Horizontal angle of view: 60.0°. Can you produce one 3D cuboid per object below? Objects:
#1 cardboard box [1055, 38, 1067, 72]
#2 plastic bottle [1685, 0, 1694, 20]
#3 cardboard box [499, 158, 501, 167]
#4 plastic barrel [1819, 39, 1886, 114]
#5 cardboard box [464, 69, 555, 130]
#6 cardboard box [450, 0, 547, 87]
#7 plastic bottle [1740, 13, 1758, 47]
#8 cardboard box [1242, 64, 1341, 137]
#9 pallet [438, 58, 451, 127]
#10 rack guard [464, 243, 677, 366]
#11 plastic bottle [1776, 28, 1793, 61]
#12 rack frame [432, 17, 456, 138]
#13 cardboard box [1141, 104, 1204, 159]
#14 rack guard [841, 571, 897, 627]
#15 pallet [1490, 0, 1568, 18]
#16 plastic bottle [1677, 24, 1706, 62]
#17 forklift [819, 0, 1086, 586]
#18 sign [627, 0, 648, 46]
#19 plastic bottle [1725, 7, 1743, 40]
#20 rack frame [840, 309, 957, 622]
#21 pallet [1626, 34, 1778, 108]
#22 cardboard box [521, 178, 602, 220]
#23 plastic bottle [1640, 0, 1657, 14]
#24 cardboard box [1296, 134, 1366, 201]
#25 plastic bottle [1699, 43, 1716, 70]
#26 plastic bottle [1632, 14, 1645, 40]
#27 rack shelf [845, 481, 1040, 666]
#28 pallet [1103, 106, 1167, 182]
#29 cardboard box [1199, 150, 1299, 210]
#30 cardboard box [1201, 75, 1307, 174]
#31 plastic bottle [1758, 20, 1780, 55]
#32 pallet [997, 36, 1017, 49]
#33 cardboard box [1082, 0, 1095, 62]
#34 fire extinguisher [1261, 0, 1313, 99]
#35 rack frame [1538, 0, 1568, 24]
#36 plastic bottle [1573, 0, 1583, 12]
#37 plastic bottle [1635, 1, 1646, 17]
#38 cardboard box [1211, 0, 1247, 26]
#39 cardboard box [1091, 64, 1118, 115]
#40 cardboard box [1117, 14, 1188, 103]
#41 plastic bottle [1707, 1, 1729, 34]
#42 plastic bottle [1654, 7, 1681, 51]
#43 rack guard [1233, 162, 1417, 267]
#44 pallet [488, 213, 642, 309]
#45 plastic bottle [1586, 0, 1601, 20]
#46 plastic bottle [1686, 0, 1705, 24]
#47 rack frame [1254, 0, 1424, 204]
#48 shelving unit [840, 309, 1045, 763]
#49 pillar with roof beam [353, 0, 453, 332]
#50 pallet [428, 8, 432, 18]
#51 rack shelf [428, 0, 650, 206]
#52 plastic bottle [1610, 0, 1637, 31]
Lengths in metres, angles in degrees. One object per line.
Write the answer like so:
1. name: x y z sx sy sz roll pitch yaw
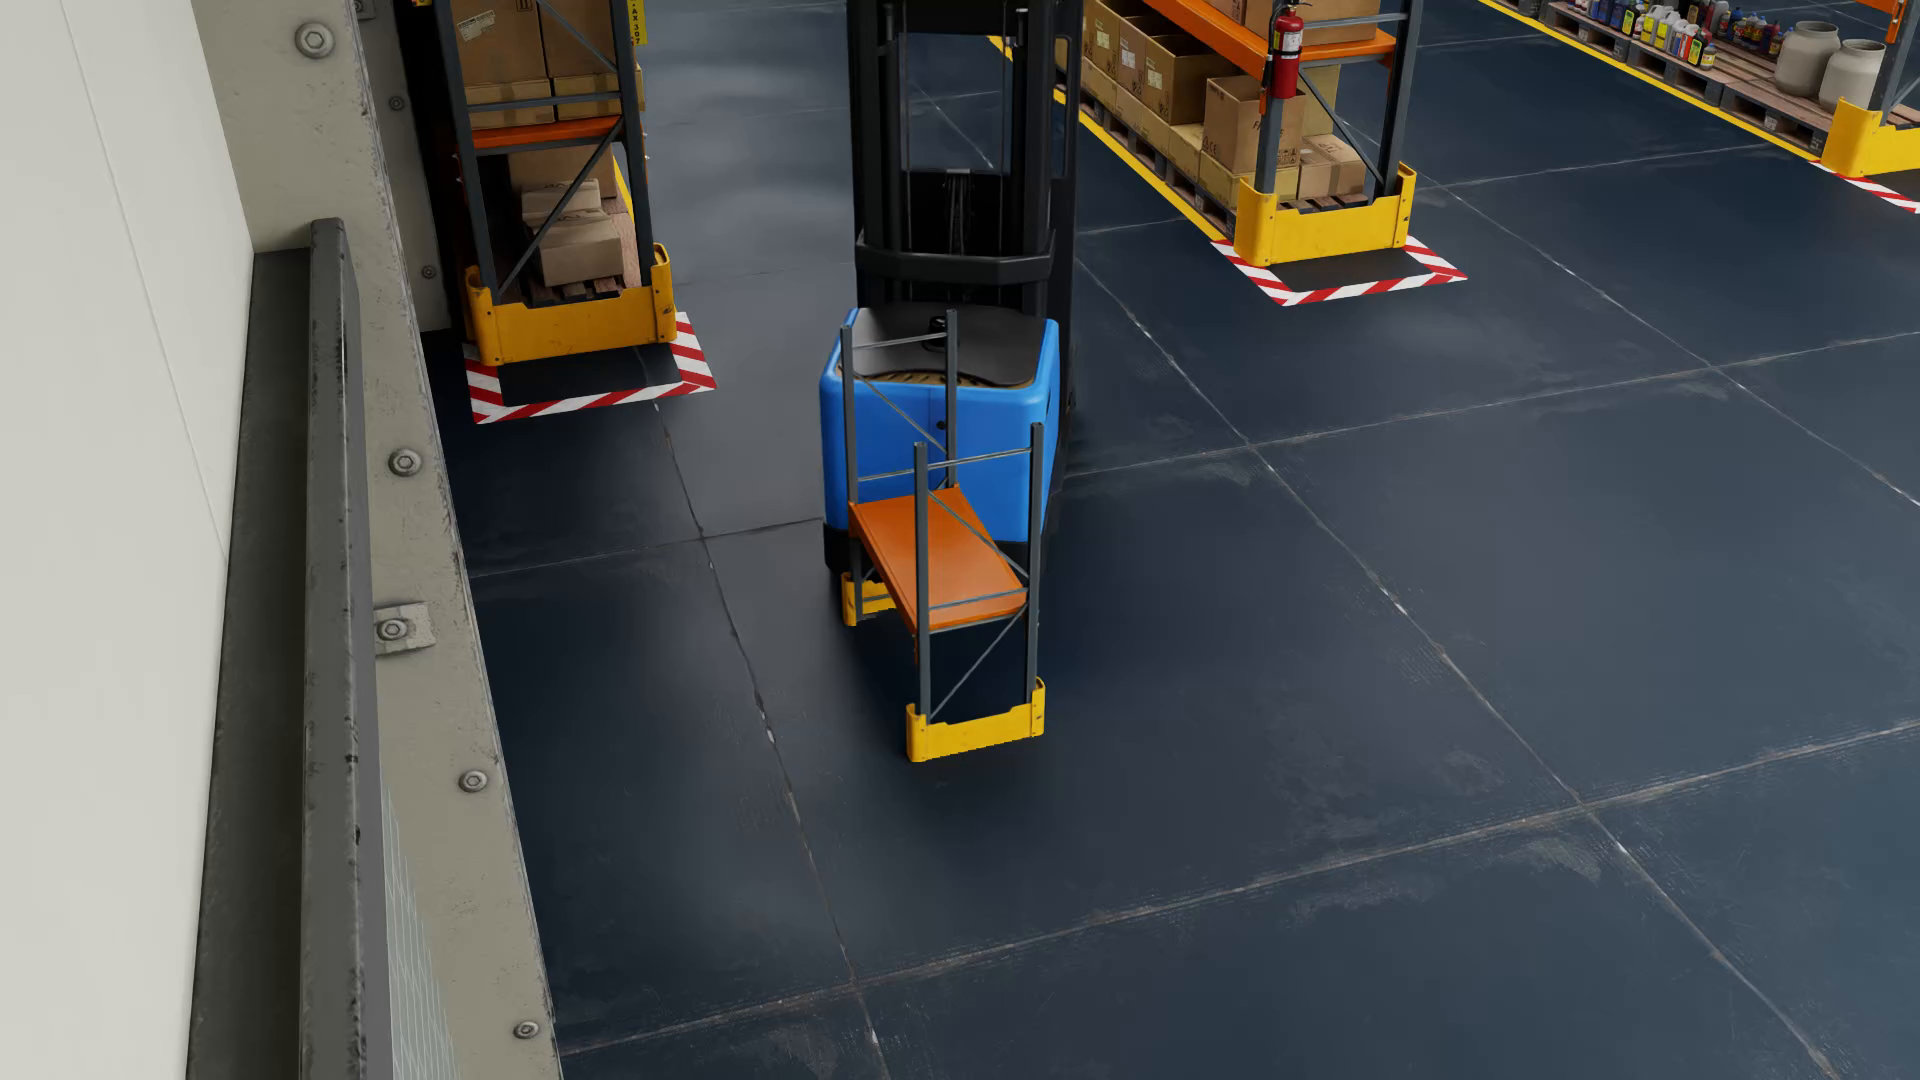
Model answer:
1. cardboard box: 1.059 -4.082 13.820 0.500 0.250 0.500 -10 35 -15
2. plastic bottle: 6.544 -4.761 14.799 0.061 0.283 0.133 -8 34 -12
3. cardboard box: -3.041 -2.665 11.749 0.380 0.149 0.250 -13 36 -19
4. plastic barrel: 6.872 -3.549 12.776 0.421 0.512 0.421 0 33 0
5. cardboard box: -2.617 -2.572 9.540 0.500 0.250 0.500 -10 35 -14
6. cardboard box: -2.636 -2.884 9.331 0.500 0.500 0.500 -10 35 -15
7. plastic bottle: 6.754 -4.362 14.205 0.097 0.271 0.097 0 33 0
8. cardboard box: 2.321 -3.171 11.760 0.500 0.500 0.500 -10 35 -15
9. pallet: -3.749 -3.759 13.747 1.003 0.211 1.213 -10 35 -15
10. rack guard: -2.313 -1.411 9.931 1.175 0.500 0.348 -10 35 -15
11. plastic bottle: 6.889 -4.129 13.854 0.097 0.271 0.097 0 33 0
12. rack frame: -3.510 -4.514 12.360 1.000 3.000 0.127 -10 35 -15
13. cardboard box: 1.664 -3.031 12.230 0.500 0.250 0.500 -10 35 -15
14. rack guard: -0.255 0.226 7.681 0.587 0.250 0.087 -11 35 -16
15. pallet: 5.649 -5.422 16.264 1.003 0.211 1.213 -10 35 -15
16. plastic bottle: 6.117 -4.154 13.887 0.152 0.276 0.135 -10 35 -14
17. forklift: 0.054 -1.804 8.322 1.130 2.935 3.031 4 34 6
18. sign: -1.773 -2.866 9.081 0.100 0.325 0.005 -10 35 -15
19. plastic bottle: 6.692 -4.468 14.366 0.097 0.271 0.097 0 33 0
20. rack frame: -0.255 -0.296 7.337 0.500 1.500 0.032 -11 35 -16
21. pallet: 6.466 -4.015 14.135 1.003 0.211 1.213 -10 35 -15
22. cardboard box: -2.589 -2.153 10.827 0.500 0.311 0.500 -7 34 -11
23. plastic bottle: 6.259 -4.944 15.015 0.144 0.351 0.185 -10 35 -15
24. cardboard box: 2.475 -2.596 11.570 0.500 0.250 0.500 -10 35 -15
25. plastic bottle: 6.168 -3.986 13.701 0.097 0.201 0.097 0 33 0
26. plastic bottle: 5.898 -4.450 14.403 0.097 0.201 0.097 0 33 0
27. rack shelf: -0.092 0.120 7.035 0.538 0.185 1.000 -11 35 -16
28. pallet: 1.785 -3.119 12.779 1.003 0.211 1.213 -10 35 -15
29. cardboard box: 1.982 -2.508 11.438 0.500 0.250 0.500 -10 35 -15
30. cardboard box: 1.980 -2.821 11.231 0.500 0.500 0.500 -10 35 -15
31. plastic bottle: 6.837 -4.256 14.035 0.061 0.283 0.133 -9 35 -14
32. pallet: 0.945 -4.566 14.968 1.003 0.211 1.213 -10 35 -15
33. cardboard box: 1.210 -4.132 13.216 0.500 0.500 0.500 -10 35 -15
34. fire extinguisher: 2.021 -3.076 10.254 0.296 0.674 0.183 -10 35 -15
35. rack frame: 5.925 -6.180 14.881 1.000 3.000 0.127 -10 35 -15
36. plastic bottle: 5.636 -4.901 15.086 0.097 0.201 0.097 0 33 0
37. plastic bottle: 5.914 -4.561 14.508 0.097 0.271 0.097 0 33 0
38. cardboard box: 2.132 -3.812 11.208 0.700 0.500 0.500 -9 35 -13
39. cardboard box: 1.355 -3.555 13.023 0.500 0.250 0.500 -10 35 -15
40. cardboard box: 1.510 -3.606 12.420 0.500 0.500 0.500 -10 35 -15
41. plastic bottle: 6.599 -4.581 14.533 0.152 0.276 0.135 -9 35 -14
42. plastic bottle: 6.020 -4.345 14.108 0.144 0.351 0.185 -9 34 -13
43. rack guard: 2.434 -2.193 11.115 1.175 0.500 0.348 -10 35 -15
44. pallet: -2.527 -1.723 10.665 1.003 0.211 1.213 -10 35 -15
45. plastic bottle: 5.730 -4.821 14.896 0.152 0.276 0.135 -9 34 -13
46. plastic bottle: 6.463 -4.639 14.615 0.061 0.283 0.133 -10 35 -15
47. rack frame: 2.427 -3.249 10.445 1.000 3.000 0.127 -10 35 -15
48. shelving unit: -0.095 -0.035 6.943 0.587 1.500 1.083 -11 35 -16
49. pillar with roof beam: 0.773 -5.862 8.959 9.100 9.000 0.400 -10 35 -15
50. pallet: -4.493 -5.040 15.686 1.003 0.211 1.213 -10 35 -15
51. rack shelf: -2.900 -3.163 10.969 1.077 0.370 4.000 -10 35 -15
52. plastic bottle: 5.834 -4.665 14.593 0.144 0.351 0.185 -11 35 -17
